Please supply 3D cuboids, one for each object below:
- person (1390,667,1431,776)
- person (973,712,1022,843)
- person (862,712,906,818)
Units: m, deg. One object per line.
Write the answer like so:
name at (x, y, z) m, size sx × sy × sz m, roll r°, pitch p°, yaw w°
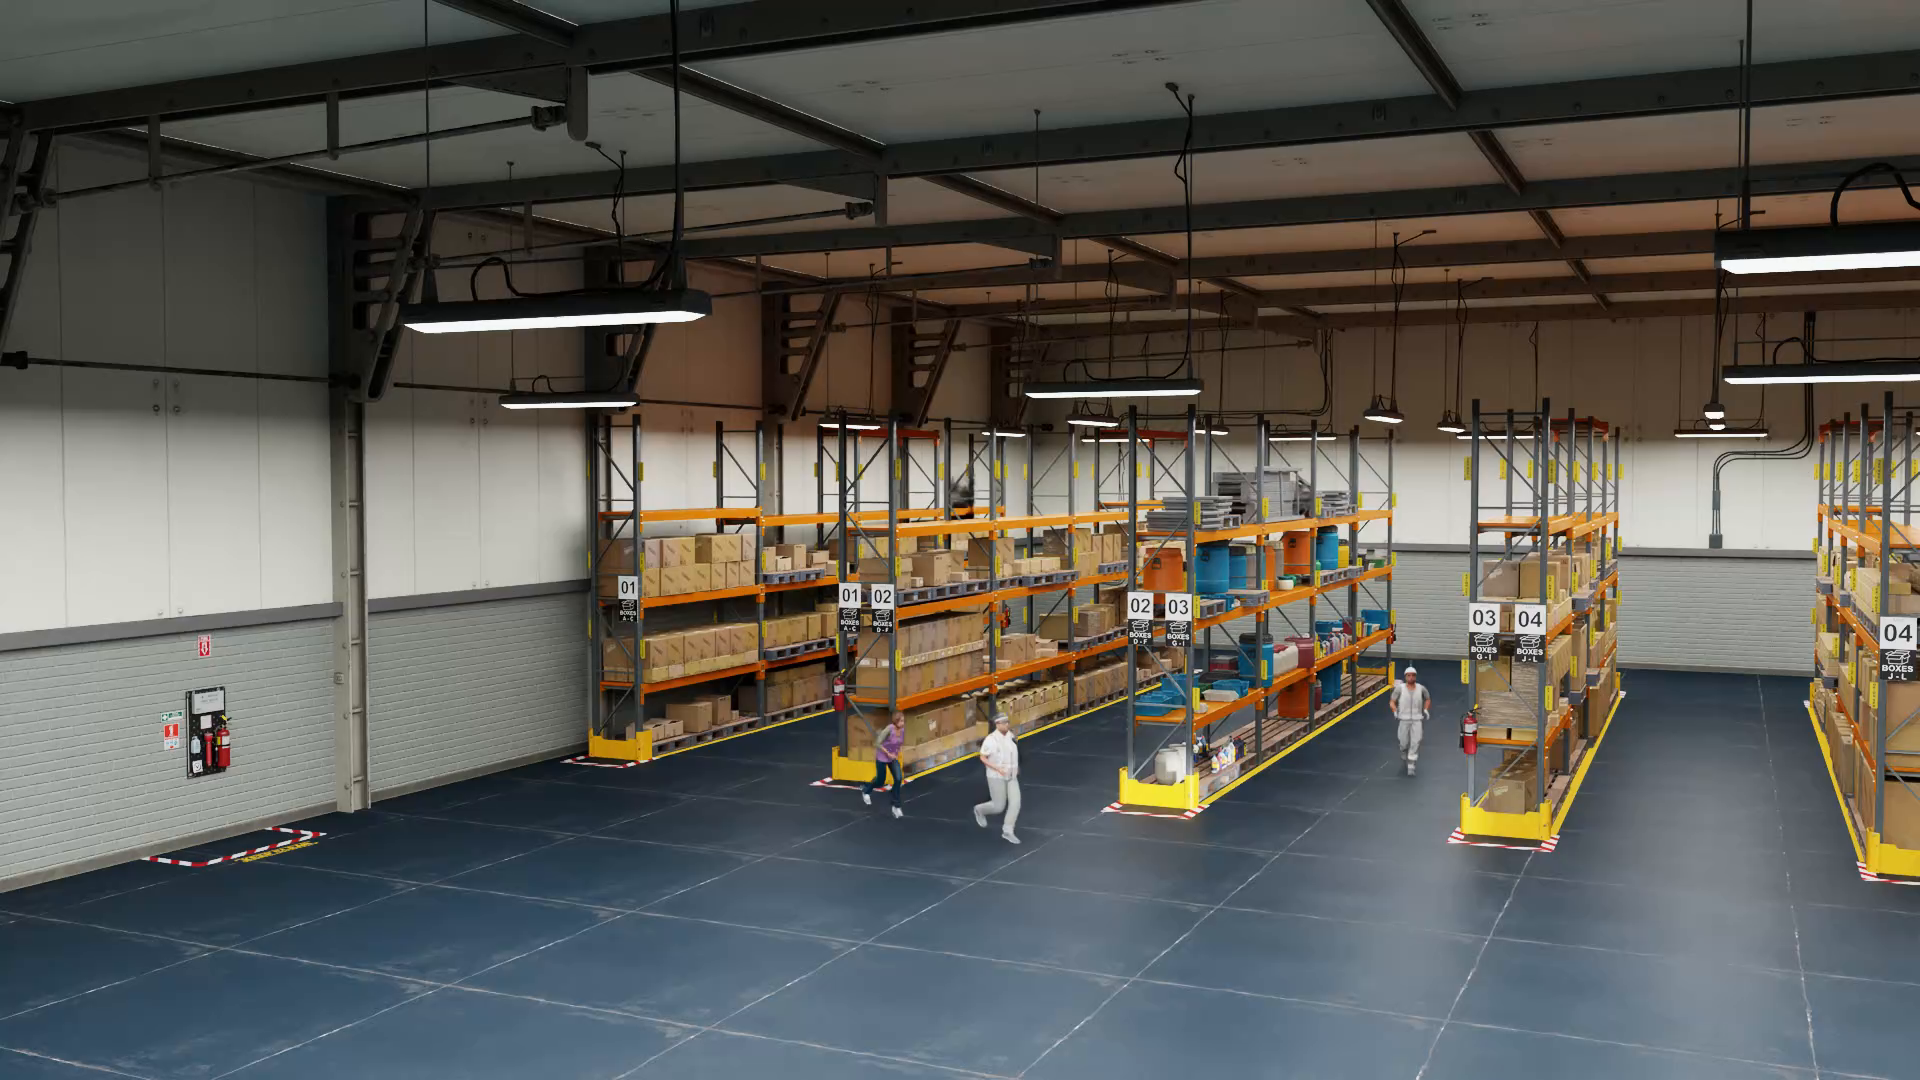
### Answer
person at (7.484, 2.988, 27.603) m, size 0.666 × 1.759 × 0.831 m, roll 0°, pitch 2°, yaw 10°
person at (0.543, 3.211, 22.665) m, size 0.667 × 1.777 × 0.788 m, roll -2°, pitch 3°, yaw -41°
person at (-1.118, 3.253, 24.376) m, size 0.918 × 1.547 × 0.573 m, roll 2°, pitch 3°, yaw 43°
